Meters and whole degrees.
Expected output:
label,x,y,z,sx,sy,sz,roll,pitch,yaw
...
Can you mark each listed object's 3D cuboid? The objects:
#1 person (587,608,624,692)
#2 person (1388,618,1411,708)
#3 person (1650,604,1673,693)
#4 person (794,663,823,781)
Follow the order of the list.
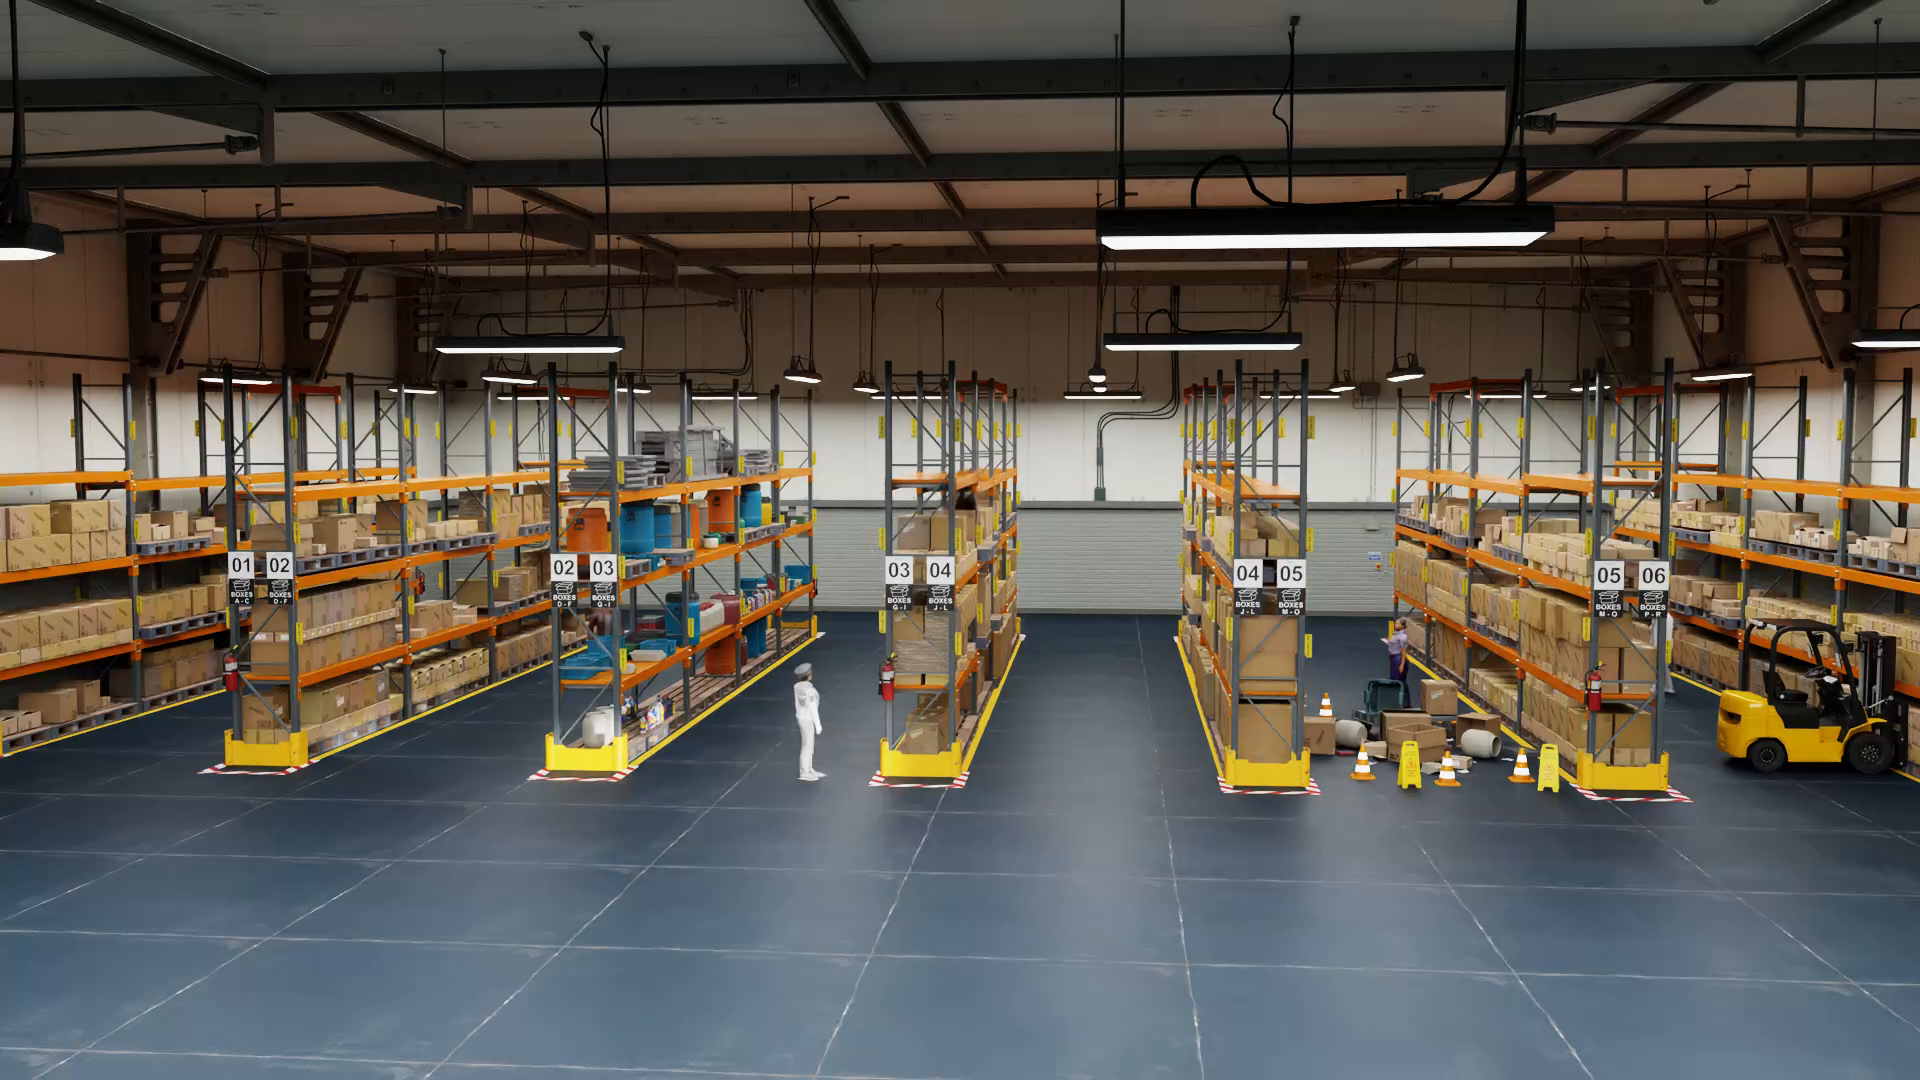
label,x,y,z,sx,sy,sz,roll,pitch,yaw
person,-6.863,2.049,32.311,0.769,1.815,0.936,0,4,5
person,7.902,2.222,29.947,0.441,1.646,0.493,2,4,23
person,13.355,2.032,31.729,0.523,1.778,0.597,2,4,22
person,-2.166,2.597,23.862,0.453,1.696,0.545,-1,4,-14
